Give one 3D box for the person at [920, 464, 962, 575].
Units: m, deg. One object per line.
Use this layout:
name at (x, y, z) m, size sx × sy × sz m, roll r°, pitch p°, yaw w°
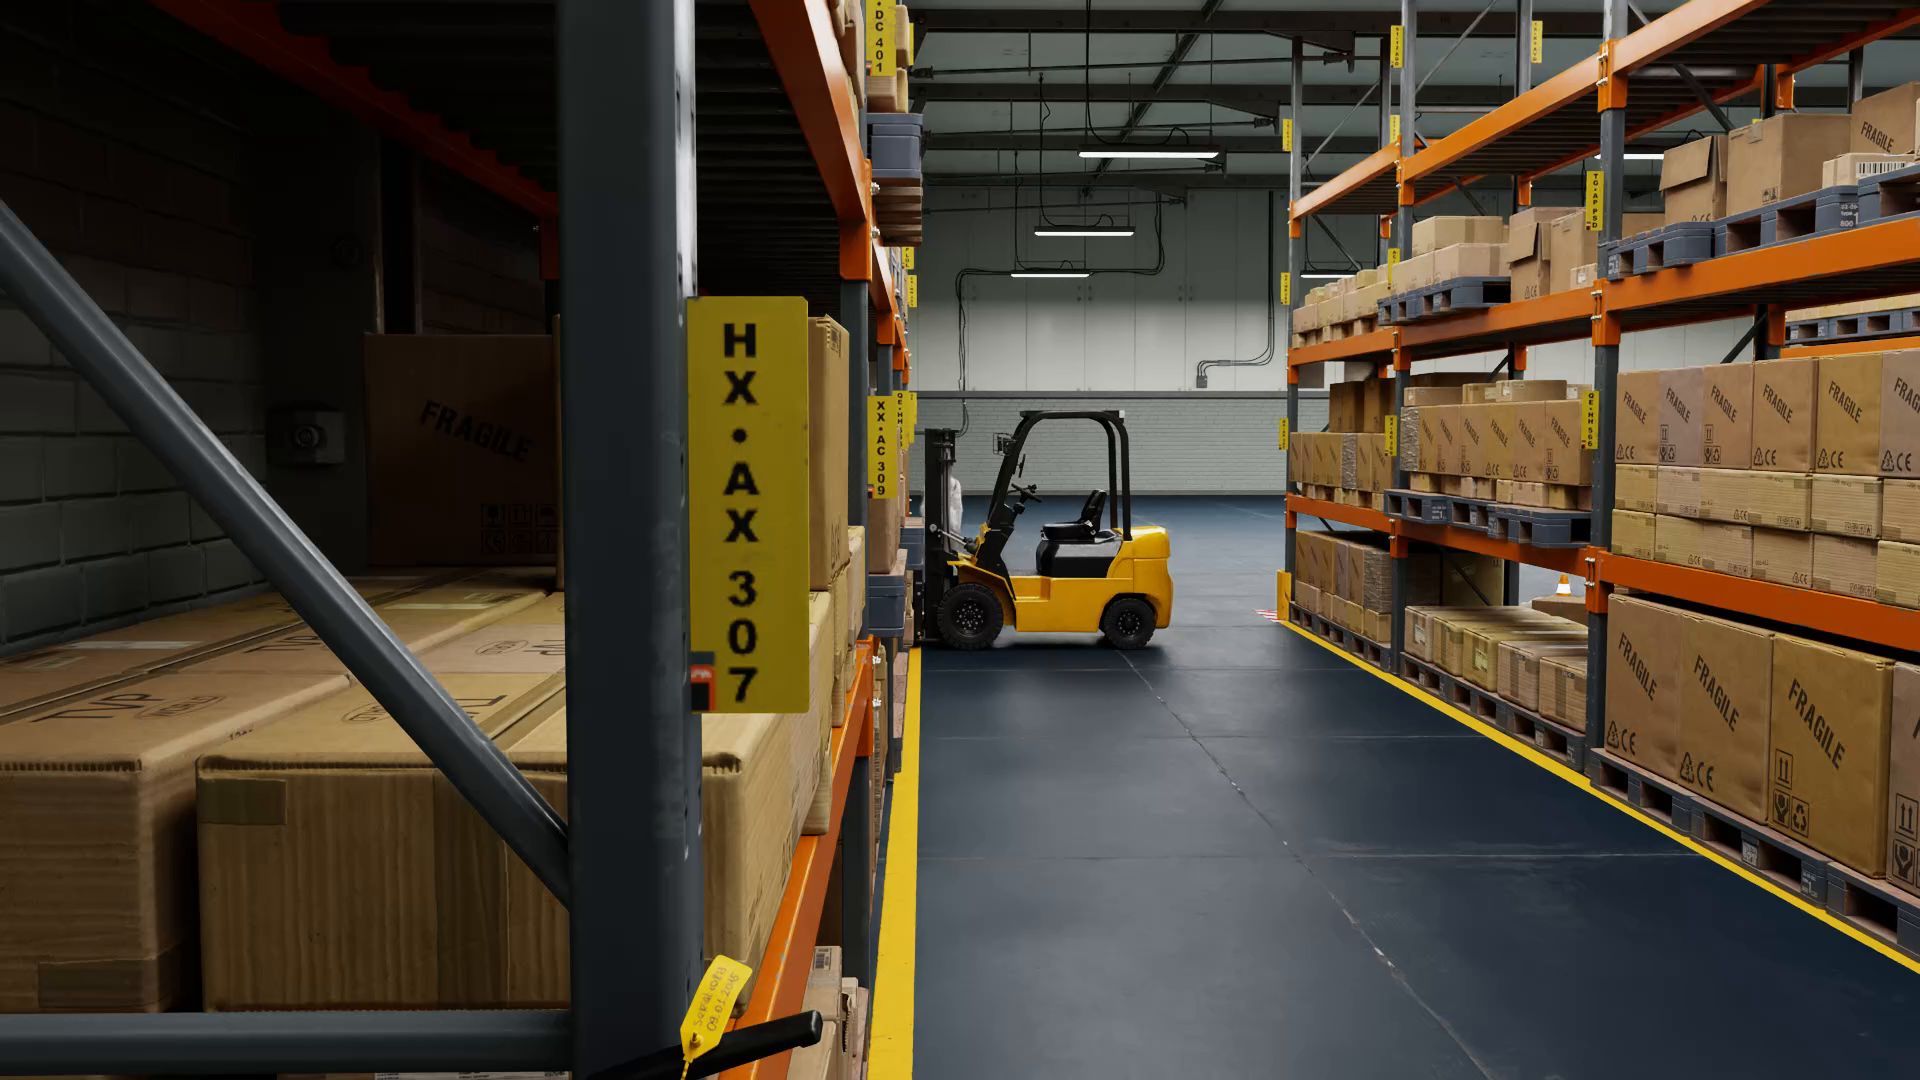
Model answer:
person at (-0.221, -0.136, 19.686) m, size 0.496 × 1.635 × 0.428 m, roll 0°, pitch 4°, yaw 0°
